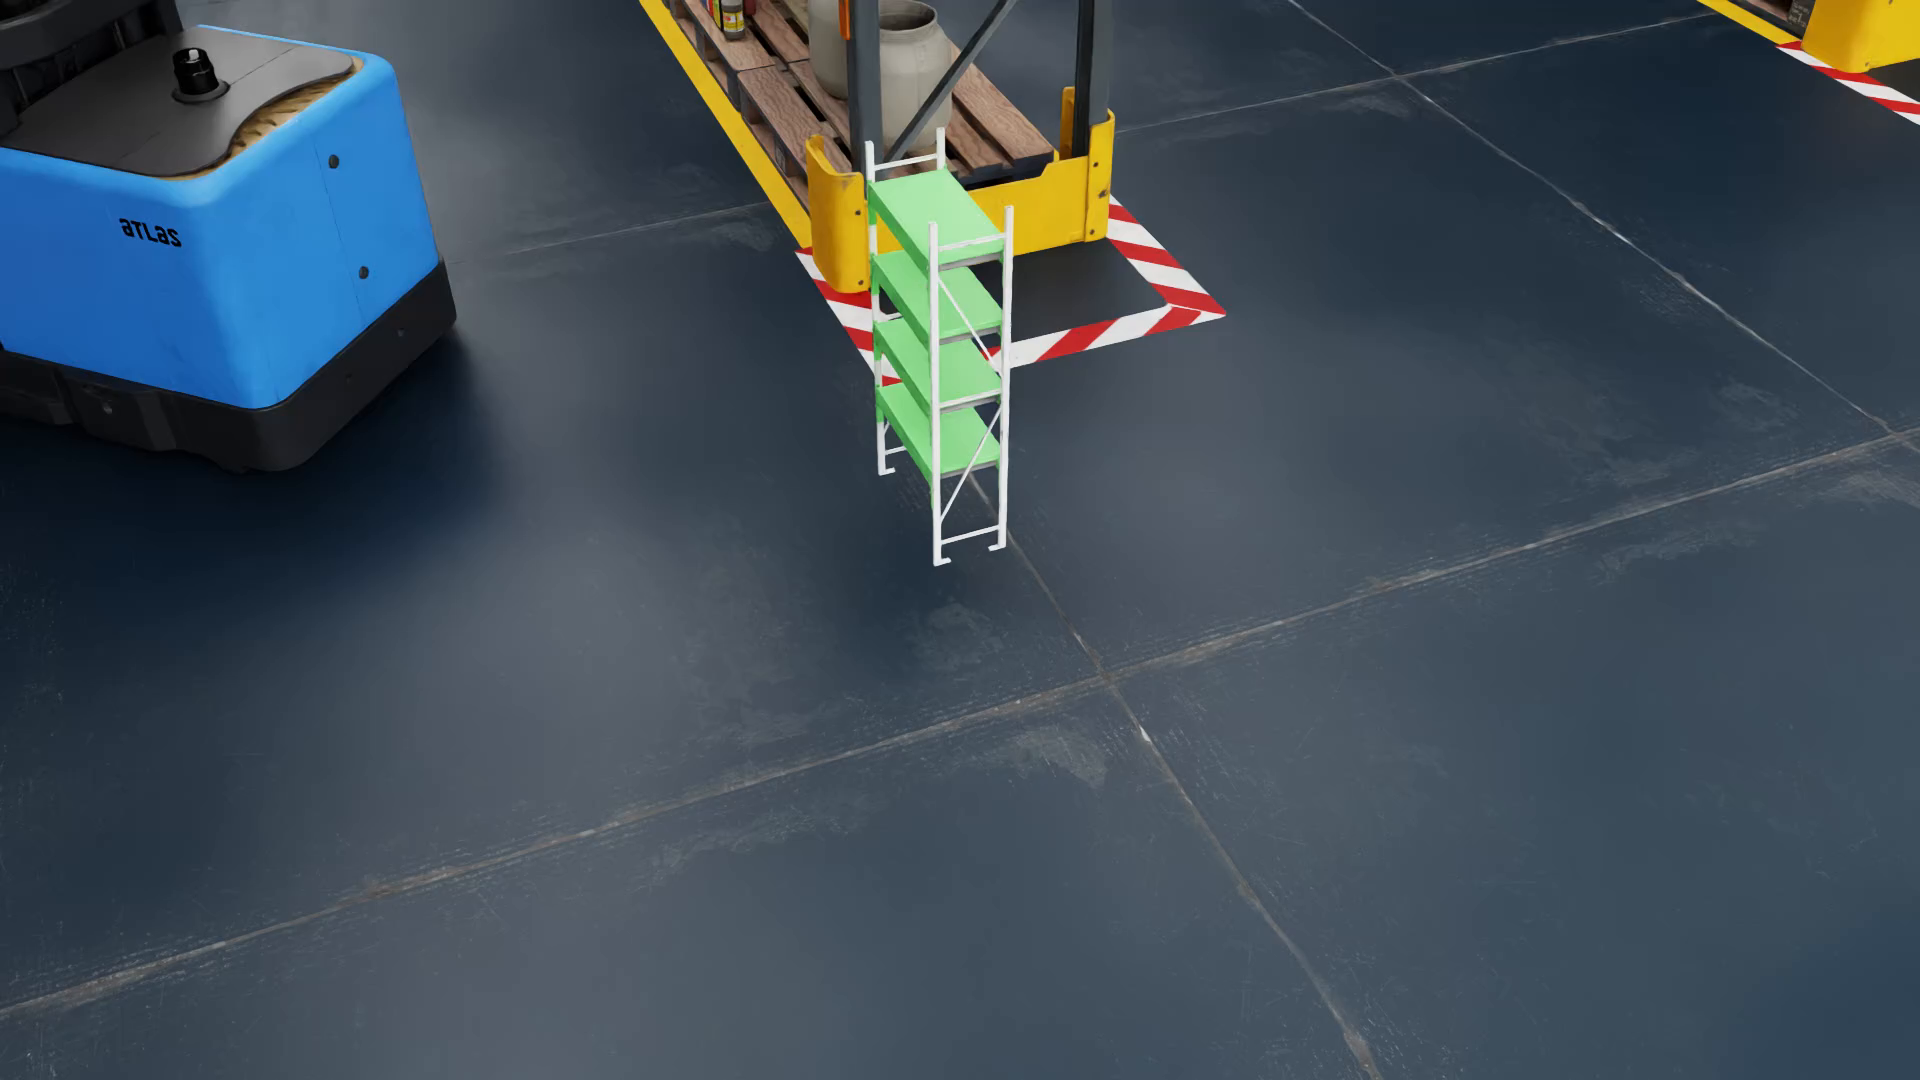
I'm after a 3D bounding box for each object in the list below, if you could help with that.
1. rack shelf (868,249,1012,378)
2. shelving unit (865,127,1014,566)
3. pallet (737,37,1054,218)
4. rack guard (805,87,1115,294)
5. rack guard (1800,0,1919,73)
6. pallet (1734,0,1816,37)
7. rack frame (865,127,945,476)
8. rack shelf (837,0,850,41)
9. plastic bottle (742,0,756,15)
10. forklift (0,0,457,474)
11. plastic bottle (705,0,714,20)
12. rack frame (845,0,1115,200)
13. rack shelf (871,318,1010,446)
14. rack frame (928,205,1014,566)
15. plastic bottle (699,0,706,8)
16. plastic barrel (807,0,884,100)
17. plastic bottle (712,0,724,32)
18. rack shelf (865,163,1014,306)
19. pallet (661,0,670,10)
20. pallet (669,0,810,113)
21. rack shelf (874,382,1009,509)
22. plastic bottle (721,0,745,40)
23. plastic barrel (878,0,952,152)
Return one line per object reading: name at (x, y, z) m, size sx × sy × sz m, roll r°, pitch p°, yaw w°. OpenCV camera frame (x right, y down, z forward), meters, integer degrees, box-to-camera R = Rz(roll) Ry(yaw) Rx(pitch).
rack shelf at (-0.063, -0.688, 4.860) m, size 0.258 × 0.148 × 0.480 m, roll -15°, pitch 43°, yaw -17°
shelving unit at (-0.063, -0.555, 4.975) m, size 0.258 × 1.200 × 0.503 m, roll -15°, pitch 43°, yaw -17°
pallet at (-0.299, -1.746, 7.119) m, size 1.003 × 0.211 × 1.213 m, roll -15°, pitch 43°, yaw -17°
rack guard at (0.007, -1.365, 6.454) m, size 1.175 × 0.500 × 0.348 m, roll -15°, pitch 43°, yaw -17°
rack guard at (4.627, -2.612, 7.904) m, size 1.175 × 0.500 × 0.348 m, roll -15°, pitch 43°, yaw -17°
pallet at (4.349, -3.001, 8.578) m, size 1.003 × 0.211 × 1.213 m, roll -15°, pitch 43°, yaw -17°
rack frame at (-0.157, -0.702, 5.146) m, size 0.240 × 1.200 × 0.015 m, roll -15°, pitch 43°, yaw -17°
rack shelf at (-0.685, -3.211, 7.235) m, size 1.077 × 0.370 × 4.000 m, roll -15°, pitch 43°, yaw -17°
plastic bottle at (-1.001, -2.598, 7.717) m, size 0.061 × 0.283 × 0.133 m, roll -15°, pitch 43°, yaw -17°
forklift at (-3.414, -1.917, 5.232) m, size 3.031 × 2.935 × 1.130 m, roll 13°, pitch 42°, yaw 15°
plastic bottle at (-1.099, -2.568, 7.688) m, size 0.152 × 0.276 × 0.135 m, roll -15°, pitch 43°, yaw -17°
rack frame at (0.080, -2.279, 5.599) m, size 1.000 × 3.000 × 0.127 m, roll -15°, pitch 43°, yaw -17°
rack shelf at (-0.063, -0.506, 5.016) m, size 0.258 × 0.148 × 0.480 m, roll -15°, pitch 43°, yaw -17°
rack frame at (0.030, -0.408, 4.804) m, size 0.240 × 1.200 × 0.015 m, roll -15°, pitch 43°, yaw -17°
plastic bottle at (-1.152, -2.652, 7.785) m, size 0.152 × 0.276 × 0.135 m, roll -16°, pitch 43°, yaw -18°
plastic barrel at (-0.434, -2.174, 7.063) m, size 0.421 × 0.512 × 0.421 m, roll 0°, pitch 41°, yaw 0°
plastic bottle at (-1.089, -2.478, 7.577) m, size 0.061 × 0.283 × 0.133 m, roll -14°, pitch 43°, yaw -16°
rack shelf at (-0.063, -0.870, 4.703) m, size 0.258 × 0.148 × 0.480 m, roll -15°, pitch 43°, yaw -17°
pallet at (-1.232, -3.216, 8.828) m, size 1.003 × 0.211 × 1.213 m, roll -15°, pitch 43°, yaw -17°
pallet at (-0.762, -2.480, 7.972) m, size 1.003 × 0.211 × 1.213 m, roll -15°, pitch 43°, yaw -17°
rack shelf at (-0.063, -0.324, 5.173) m, size 0.258 × 0.148 × 0.480 m, roll -15°, pitch 43°, yaw -17°
plastic bottle at (-1.028, -2.381, 7.527) m, size 0.097 × 0.201 × 0.097 m, roll 0°, pitch 41°, yaw 0°
plastic barrel at (-0.243, -1.872, 6.712) m, size 0.421 × 0.512 × 0.421 m, roll 0°, pitch 41°, yaw 0°
